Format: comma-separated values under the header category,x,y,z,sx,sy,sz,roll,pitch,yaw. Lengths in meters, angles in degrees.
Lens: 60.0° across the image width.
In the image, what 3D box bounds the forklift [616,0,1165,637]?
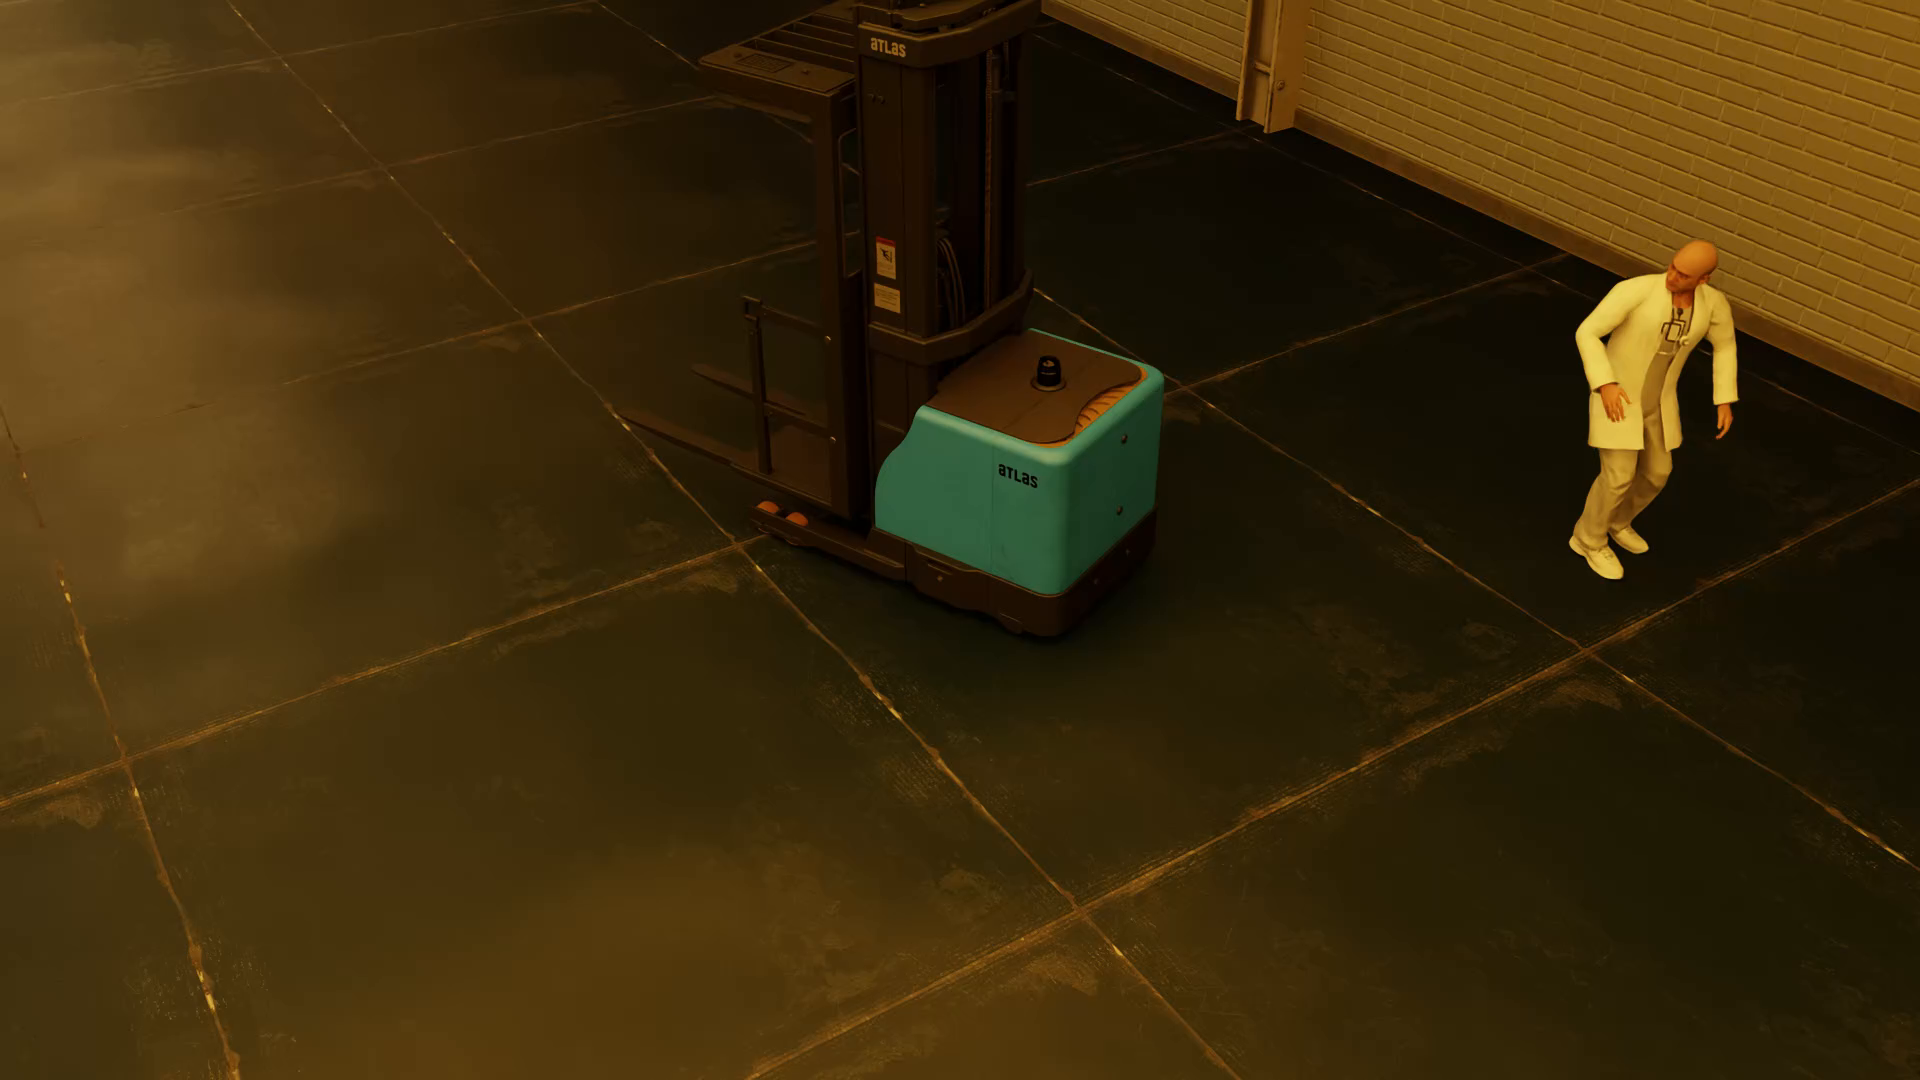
category,x,y,z,sx,sy,sz,roll,pitch,yaw
forklift,-0.500,-1.399,8.138,3.031,2.935,1.130,22,41,28

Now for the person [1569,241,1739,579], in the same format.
category,x,y,z,sx,sy,sz,roll,pitch,yaw
person,3.392,-0.651,8.137,0.799,1.732,0.548,-7,36,-10
